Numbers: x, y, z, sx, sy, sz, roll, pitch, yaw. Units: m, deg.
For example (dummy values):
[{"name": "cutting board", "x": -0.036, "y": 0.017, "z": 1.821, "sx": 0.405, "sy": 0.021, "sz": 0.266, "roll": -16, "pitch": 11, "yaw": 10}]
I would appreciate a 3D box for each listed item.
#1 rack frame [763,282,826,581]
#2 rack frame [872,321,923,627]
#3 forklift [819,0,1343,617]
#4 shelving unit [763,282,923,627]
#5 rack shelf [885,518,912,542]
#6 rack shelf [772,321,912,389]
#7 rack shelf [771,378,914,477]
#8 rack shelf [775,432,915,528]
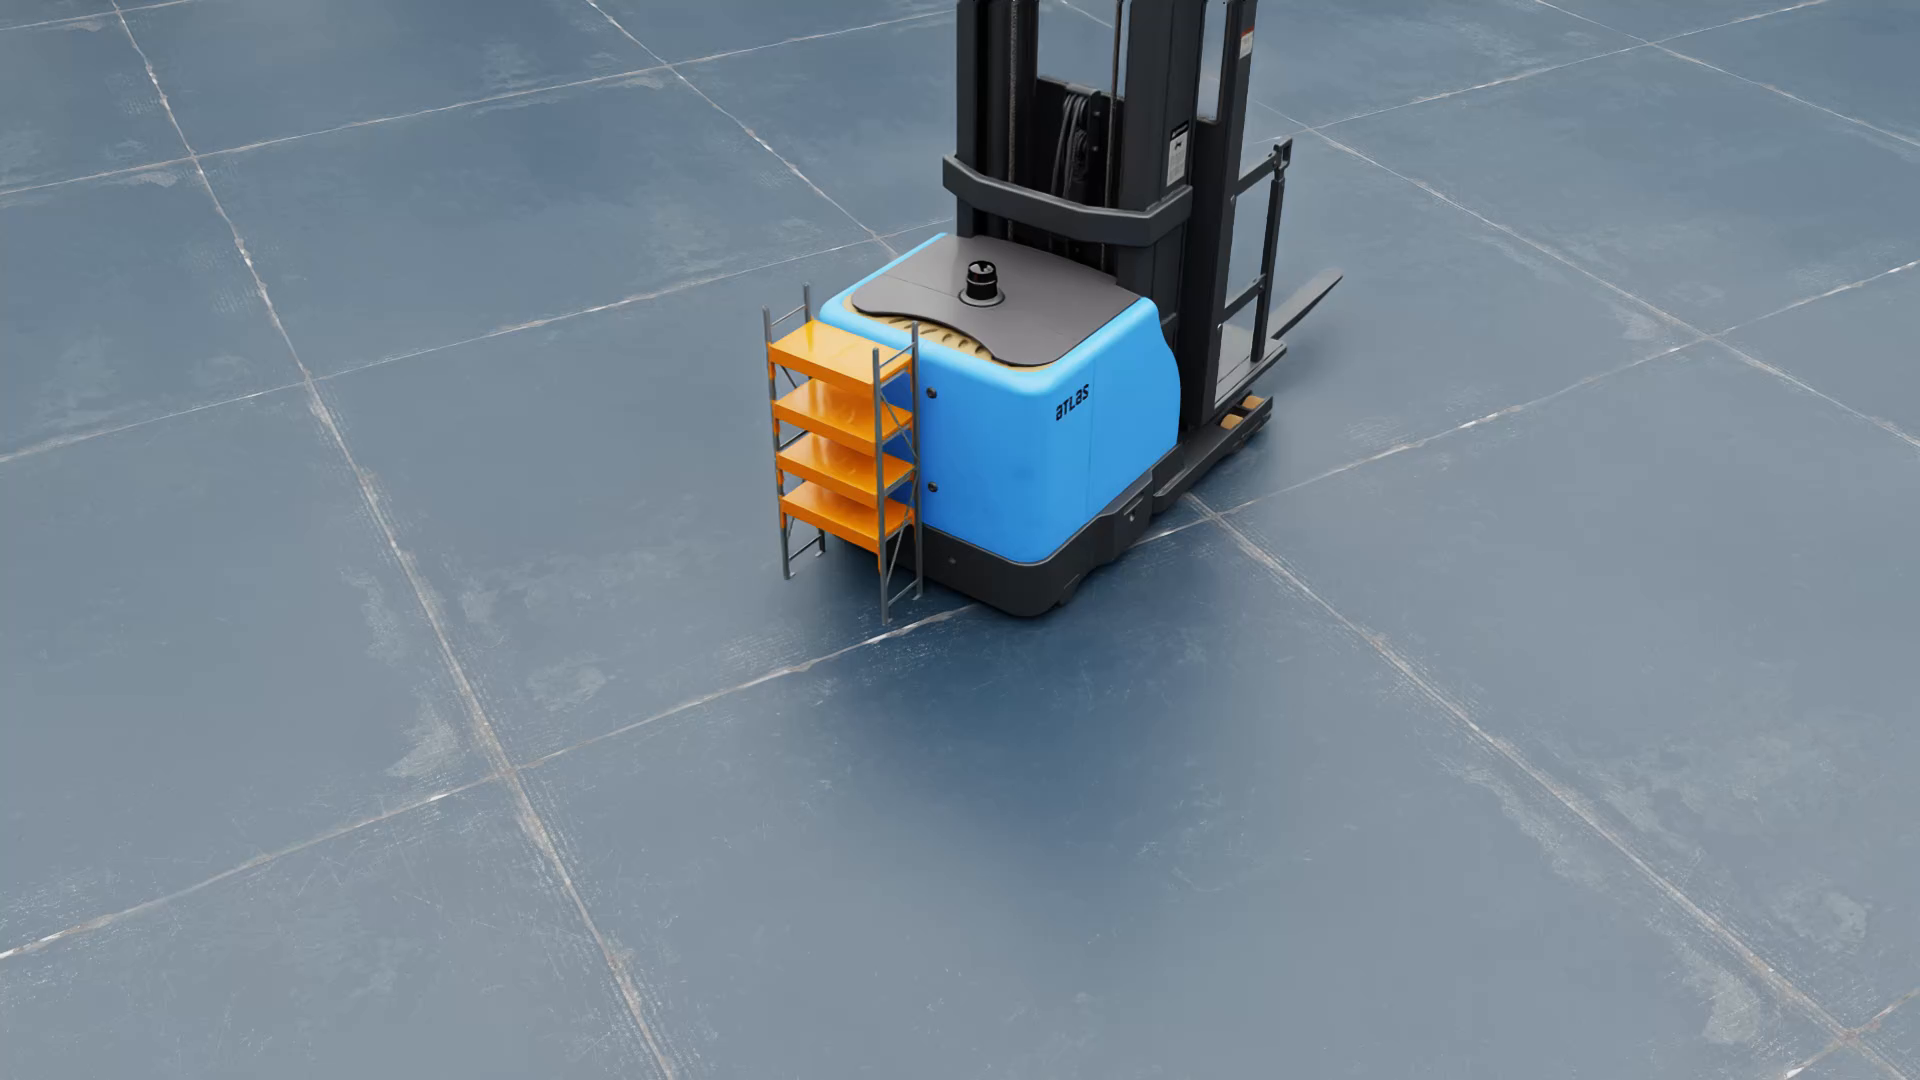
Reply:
[{"name": "rack frame", "x": -0.616, "y": -0.383, "z": 6.257, "sx": 0.015, "sy": 1.200, "sz": 0.240, "roll": 23, "pitch": 42, "yaw": 28}, {"name": "rack frame", "x": -0.220, "y": -0.215, "z": 6.027, "sx": 0.015, "sy": 1.200, "sz": 0.240, "roll": 23, "pitch": 42, "yaw": 28}, {"name": "forklift", "x": 0.732, "y": -1.718, "z": 6.617, "sx": 1.130, "sy": 2.935, "sz": 3.031, "roll": 23, "pitch": 42, "yaw": 28}, {"name": "shelving unit", "x": -0.418, "y": -0.299, "z": 6.142, "sx": 0.503, "sy": 1.200, "sz": 0.258, "roll": 23, "pitch": 42, "yaw": 28}, {"name": "rack shelf", "x": -0.418, "y": -0.108, "z": 6.282, "sx": 0.442, "sy": 0.029, "sz": 0.199, "roll": 23, "pitch": 42, "yaw": 28}, {"name": "rack shelf", "x": -0.418, "y": -0.648, "z": 5.887, "sx": 0.457, "sy": 0.050, "sz": 0.221, "roll": 23, "pitch": 42, "yaw": 28}, {"name": "rack shelf", "x": -0.418, "y": -0.425, "z": 6.050, "sx": 0.480, "sy": 0.148, "sz": 0.258, "roll": 23, "pitch": 42, "yaw": 28}, {"name": "rack shelf", "x": -0.418, "y": -0.245, "z": 6.182, "sx": 0.480, "sy": 0.148, "sz": 0.258, "roll": 23, "pitch": 42, "yaw": 28}]
